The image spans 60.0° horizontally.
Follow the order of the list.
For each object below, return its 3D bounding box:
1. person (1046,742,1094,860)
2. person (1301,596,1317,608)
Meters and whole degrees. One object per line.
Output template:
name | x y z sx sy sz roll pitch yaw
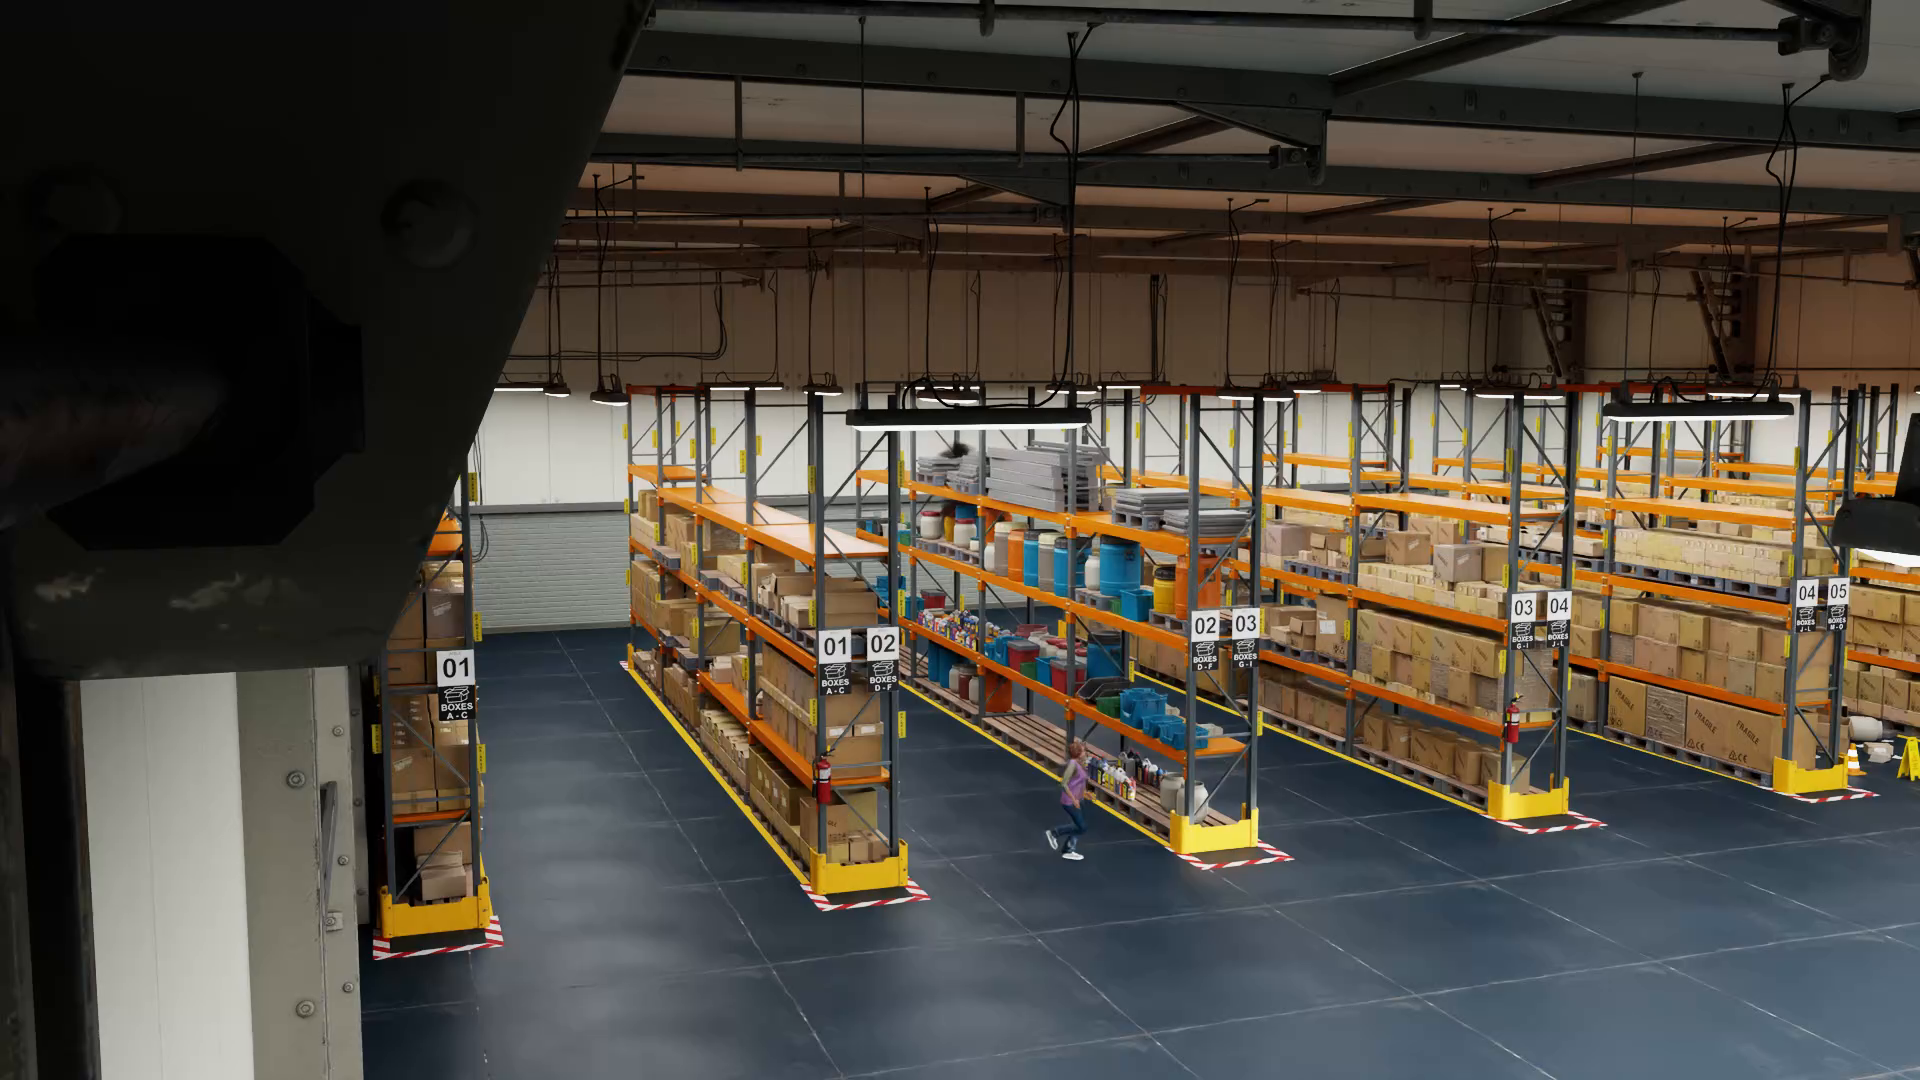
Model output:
person | 1.416 3.361 21.427 0.579 1.545 0.523 2 6 15
person | 8.712 1.206 40.922 0.786 1.818 0.671 3 7 26
